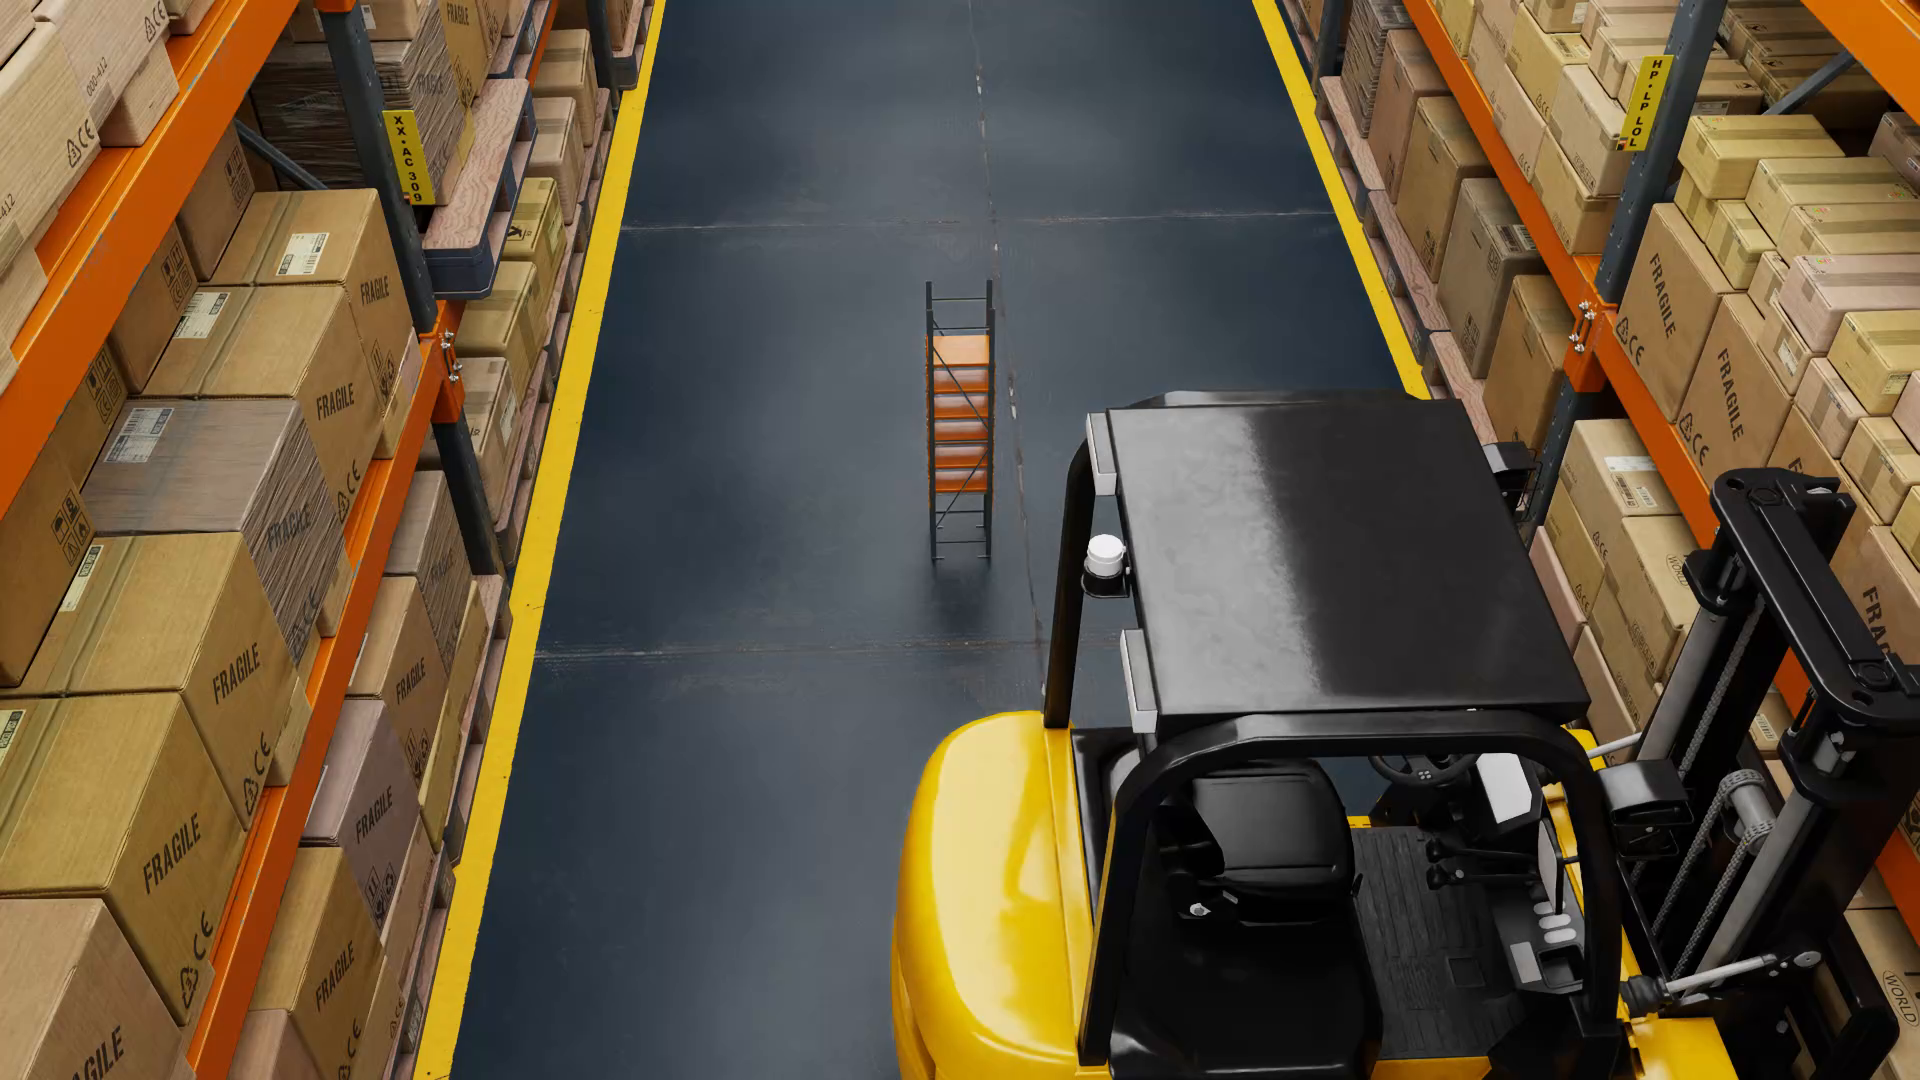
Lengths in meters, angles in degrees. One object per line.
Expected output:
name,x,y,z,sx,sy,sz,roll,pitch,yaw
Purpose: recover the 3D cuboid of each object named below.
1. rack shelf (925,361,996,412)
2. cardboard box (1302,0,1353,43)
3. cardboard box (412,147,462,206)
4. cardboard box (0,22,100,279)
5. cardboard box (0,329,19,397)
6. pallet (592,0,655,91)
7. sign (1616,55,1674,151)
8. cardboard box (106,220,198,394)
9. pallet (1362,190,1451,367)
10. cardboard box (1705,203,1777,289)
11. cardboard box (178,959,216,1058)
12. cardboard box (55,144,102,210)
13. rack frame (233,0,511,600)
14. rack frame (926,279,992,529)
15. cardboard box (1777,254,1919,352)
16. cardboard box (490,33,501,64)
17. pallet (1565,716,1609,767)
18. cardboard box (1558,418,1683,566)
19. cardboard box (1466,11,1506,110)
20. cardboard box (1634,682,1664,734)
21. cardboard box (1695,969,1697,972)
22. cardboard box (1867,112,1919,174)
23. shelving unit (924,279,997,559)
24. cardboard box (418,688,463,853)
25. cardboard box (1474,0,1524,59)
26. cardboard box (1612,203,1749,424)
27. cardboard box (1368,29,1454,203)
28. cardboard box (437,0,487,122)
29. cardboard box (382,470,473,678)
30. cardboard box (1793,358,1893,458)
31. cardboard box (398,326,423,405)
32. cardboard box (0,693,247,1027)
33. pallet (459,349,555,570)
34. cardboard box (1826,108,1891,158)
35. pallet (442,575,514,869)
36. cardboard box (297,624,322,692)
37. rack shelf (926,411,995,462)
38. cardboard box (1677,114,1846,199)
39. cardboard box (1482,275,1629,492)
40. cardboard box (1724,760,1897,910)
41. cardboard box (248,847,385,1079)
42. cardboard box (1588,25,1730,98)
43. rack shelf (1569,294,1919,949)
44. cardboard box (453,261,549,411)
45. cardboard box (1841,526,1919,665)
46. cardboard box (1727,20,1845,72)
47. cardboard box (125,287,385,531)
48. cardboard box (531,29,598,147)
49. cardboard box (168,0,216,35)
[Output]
rack shelf,0.001,-0.577,6.202,0.258,0.103,0.180,-2,43,-2
cardboard box,2.293,-3.208,9.569,0.500,0.500,0.500,-1,43,-1
cardboard box,-1.971,-1.295,5.818,0.380,0.149,0.250,-1,43,-1
cardboard box,-1.909,-0.692,2.956,0.500,0.250,0.500,-1,43,-1
cardboard box,-1.842,-0.268,2.789,0.380,0.149,0.250,-1,43,-1
pallet,-2.391,-3.057,9.929,1.003,0.211,1.213,-2,43,-2
sign,2.154,-1.371,5.227,0.100,0.325,0.005,-2,43,-2
cardboard box,-2.461,-0.717,4.278,0.700,0.500,0.500,-1,43,-2
pallet,2.571,-1.289,8.000,1.003,0.211,1.213,-2,43,-2
cardboard box,2.459,-0.874,4.929,0.380,0.149,0.250,-1,43,-1
cardboard box,-1.865,1.010,3.614,0.380,0.149,0.250,-1,43,-1
cardboard box,-1.989,-0.786,3.354,0.380,0.149,0.250,-1,43,-1
rack frame,-2.263,-0.850,5.458,1.000,3.000,0.127,-2,43,-2
rack frame,-0.003,-0.494,6.401,0.240,1.200,0.006,-2,43,-2
cardboard box,2.443,-0.634,4.448,0.380,0.149,0.250,-1,43,-1
cardboard box,-2.039,-1.994,6.581,0.380,0.149,0.250,-1,43,-1
pallet,2.688,0.571,5.971,1.003,0.211,1.213,-2,43,-2
cardboard box,2.403,-0.169,5.699,0.500,0.250,0.500,-2,43,-2
cardboard box,2.396,-1.948,6.766,0.500,0.250,0.500,-1,43,-2
cardboard box,2.441,0.694,5.127,0.500,0.250,0.500,-2,43,-2
cardboard box,2.462,1.232,4.910,0.500,0.250,0.500,0,43,0
cardboard box,3.012,-1.174,5.037,0.380,0.149,0.250,-2,43,-2
shelving unit,0.001,-0.433,6.334,0.258,1.200,0.189,-2,43,-2
cardboard box,-1.937,0.759,5.426,0.500,0.250,0.500,-3,43,-3
cardboard box,2.375,-2.141,6.607,0.500,0.250,0.500,-1,43,-1
cardboard box,2.454,-0.725,5.247,0.500,0.500,0.500,-3,43,-3
cardboard box,2.575,-2.113,8.282,0.875,0.625,0.625,0,43,0
cardboard box,-2.018,-1.814,5.905,0.500,0.500,0.500,-2,43,-2
cardboard box,-1.970,0.124,5.564,0.500,0.500,0.500,-2,43,-2
cardboard box,2.444,-0.353,4.361,0.380,0.149,0.250,-2,43,-2
cardboard box,-1.945,-0.549,5.315,0.380,0.149,0.250,-2,43,-2
cardboard box,-1.884,0.682,3.491,0.500,0.500,0.500,-2,43,-3
pallet,-2.297,-0.348,6.973,1.003,0.211,1.213,-2,43,-2
cardboard box,2.931,-1.474,5.879,0.500,0.250,0.500,-2,43,-2
pallet,-2.199,0.630,5.906,1.003,0.211,1.213,-2,43,-2
cardboard box,-1.917,0.310,4.378,0.380,0.149,0.250,-2,43,-3
rack shelf,0.001,-0.400,6.364,0.258,0.103,0.180,-2,43,-2
cardboard box,2.413,-1.157,5.018,0.380,0.149,0.250,-1,43,-1
cardboard box,2.663,-0.627,6.660,0.875,0.625,0.625,0,43,0
cardboard box,2.462,0.866,4.569,0.500,0.250,0.500,-2,43,-3
cardboard box,-1.892,1.172,4.420,0.500,0.500,0.500,-1,43,-1
cardboard box,2.431,-1.669,5.797,0.380,0.149,0.250,-2,43,-2
rack shelf,2.781,0.620,4.386,1.077,0.370,4.000,-2,43,-2
cardboard box,-2.322,-0.876,7.119,0.950,0.372,0.625,1,43,1
cardboard box,2.516,0.308,4.120,0.500,0.500,0.500,-1,43,-2
cardboard box,2.937,-1.697,5.828,0.380,0.149,0.250,-3,43,-3
cardboard box,-1.967,-0.357,4.625,0.500,0.500,0.500,0,43,0
cardboard box,-2.419,-2.355,8.733,0.950,0.372,0.625,-4,43,-5
cardboard box,-1.987,-1.314,3.930,0.380,0.149,0.250,-1,43,-1
